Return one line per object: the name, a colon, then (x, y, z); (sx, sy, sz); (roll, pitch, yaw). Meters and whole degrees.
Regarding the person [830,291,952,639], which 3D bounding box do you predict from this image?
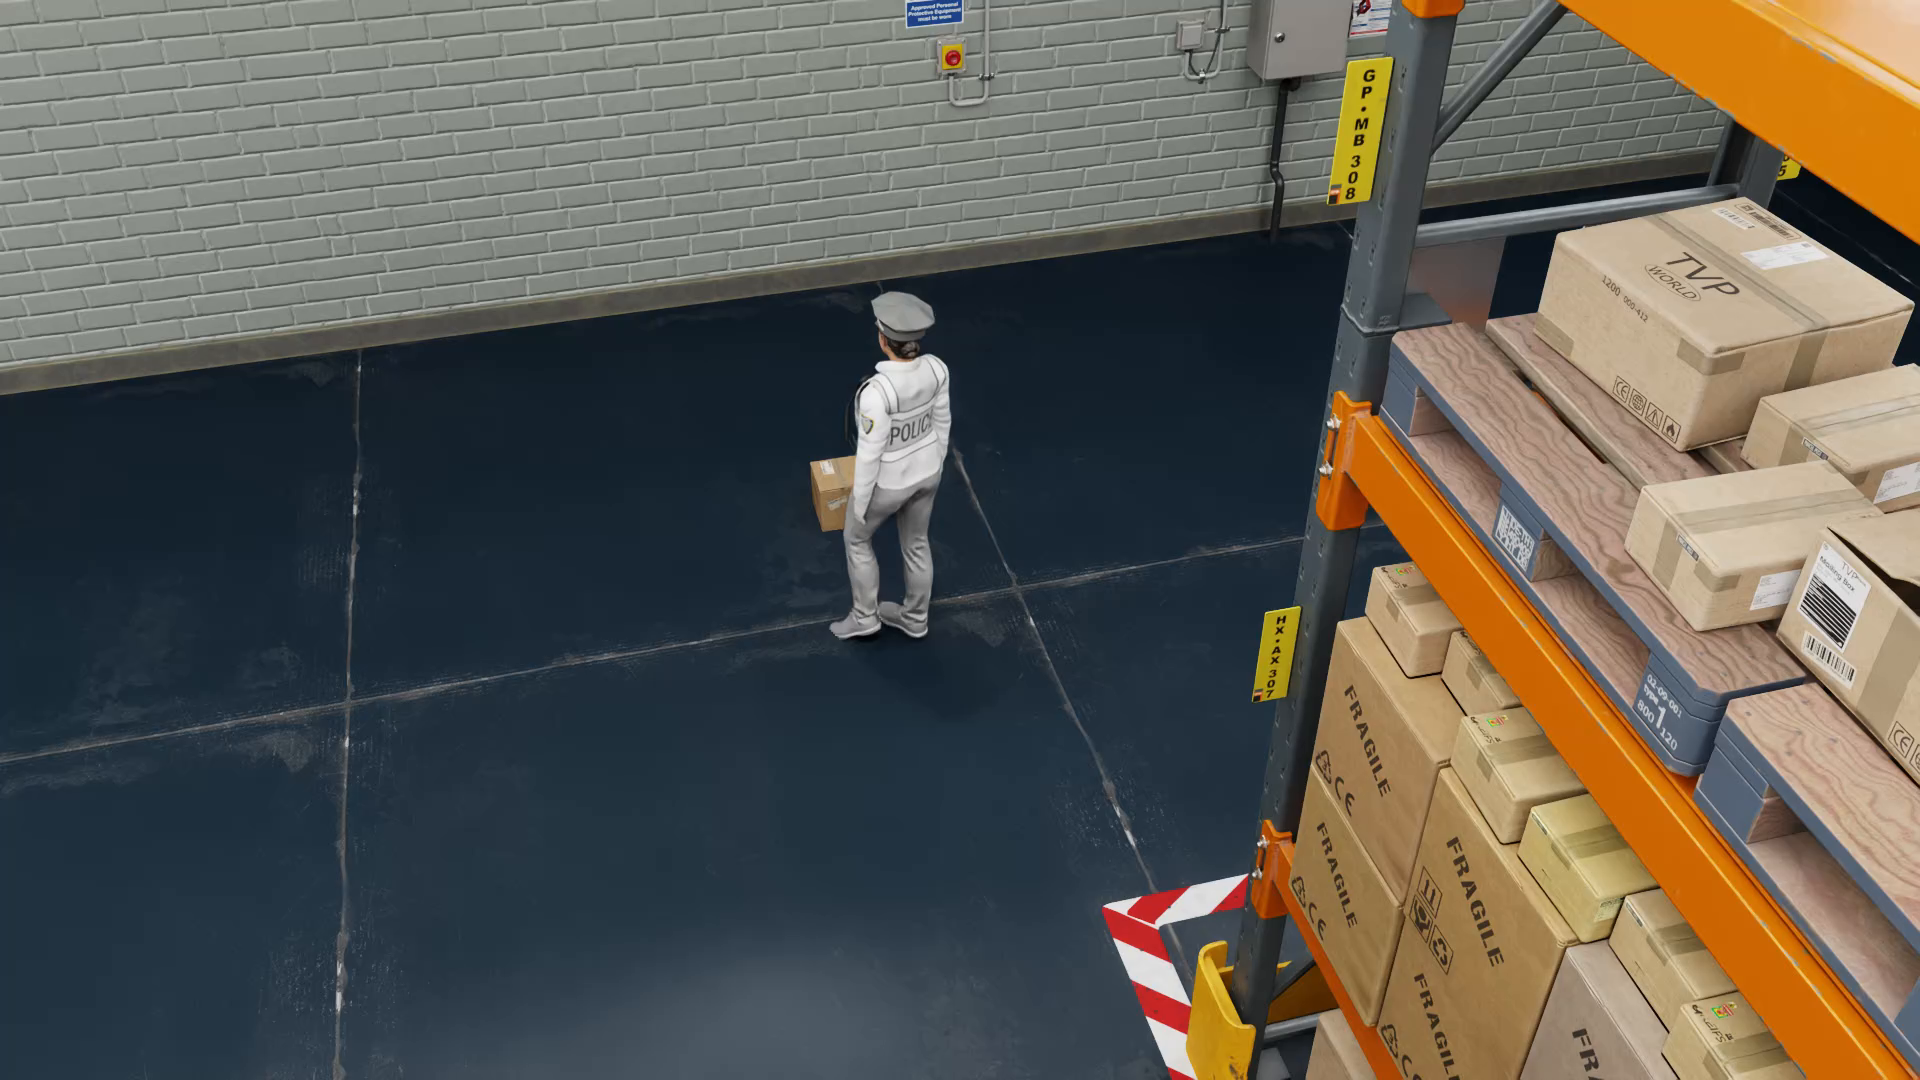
person: (-0.292, -0.260, 7.069); (0.524, 1.717, 0.397); (-29, 47, -32)
